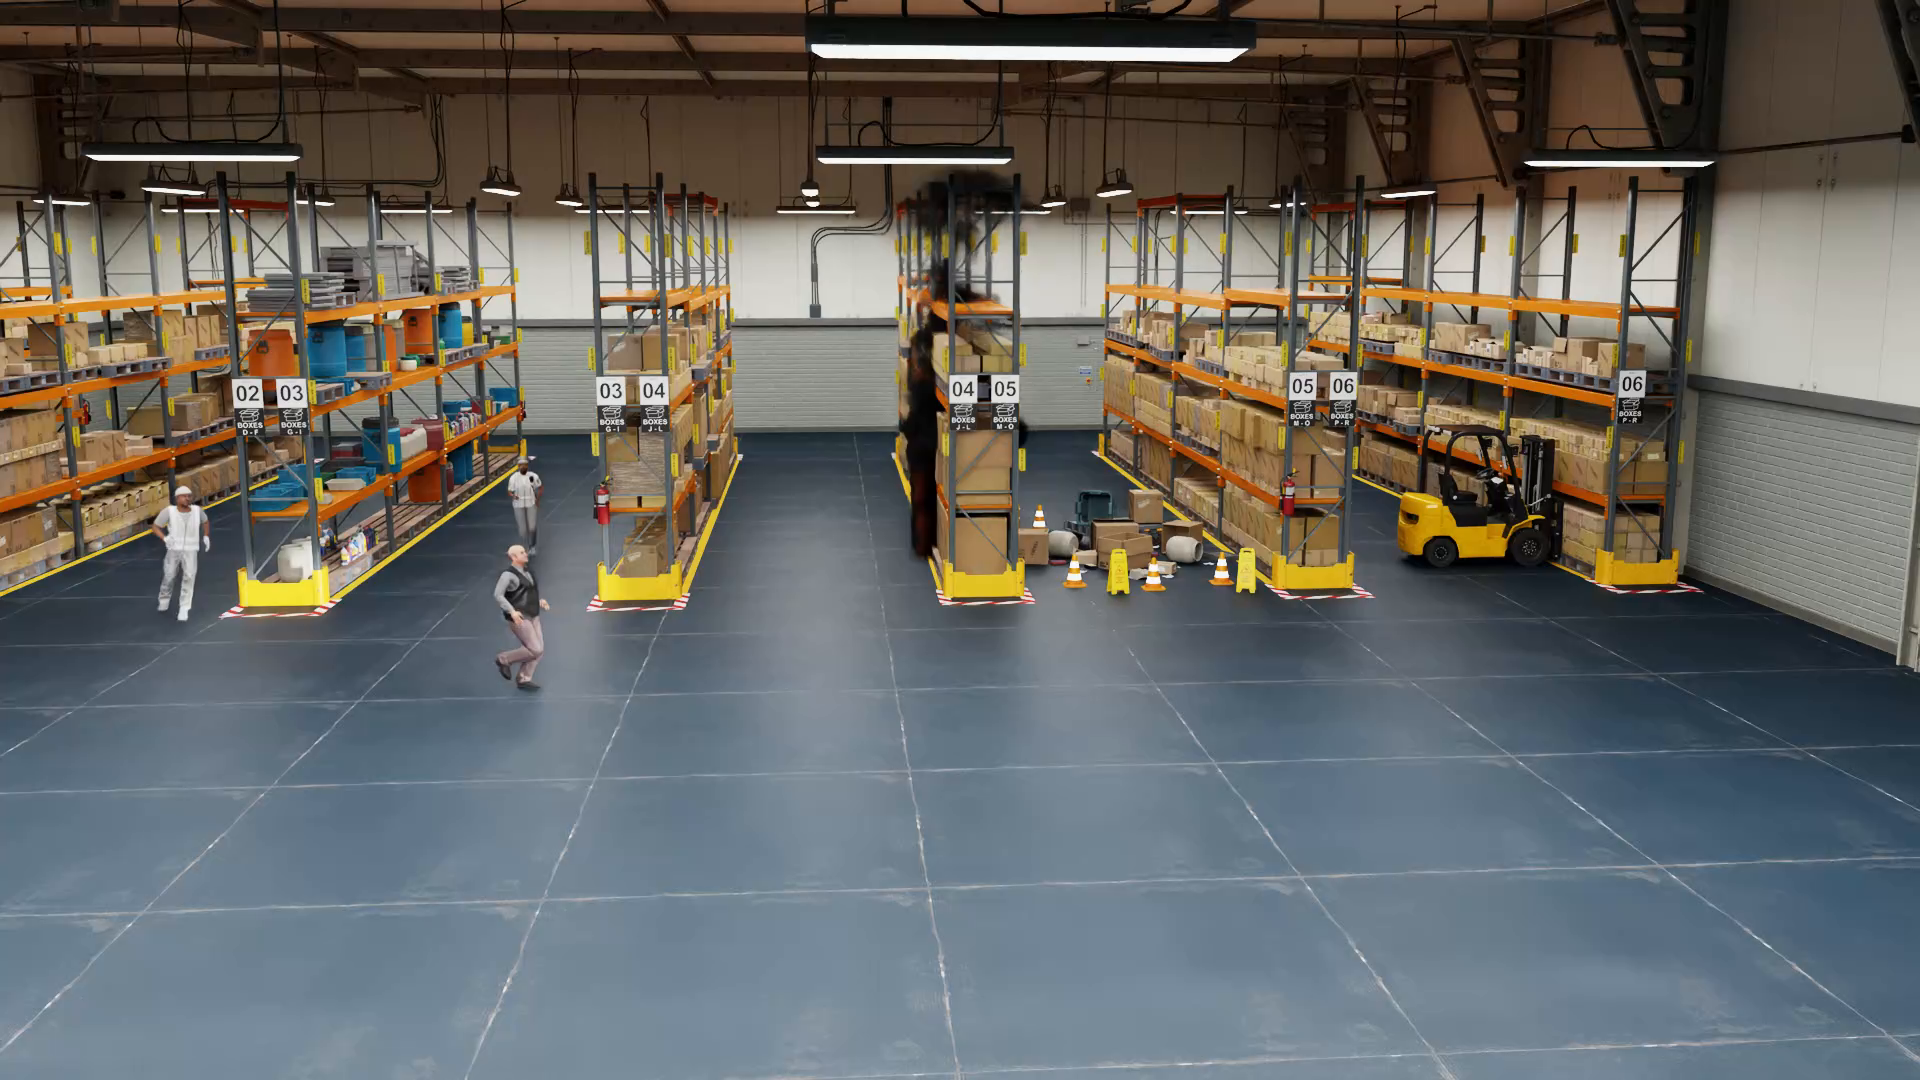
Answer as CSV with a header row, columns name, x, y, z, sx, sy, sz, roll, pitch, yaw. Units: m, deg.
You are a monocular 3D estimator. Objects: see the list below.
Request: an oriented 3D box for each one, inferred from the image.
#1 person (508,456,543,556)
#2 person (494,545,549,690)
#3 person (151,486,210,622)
name,x,y,z,sx,sy,sz,roll,pitch,yaw
person,-7.014,-0.533,26.879,0.563,1.663,0.572,-2,10,-14
person,-4.980,0.882,18.905,0.582,1.672,0.657,2,10,14
person,-10.614,0.161,22.729,0.741,1.802,0.826,-6,12,-31
